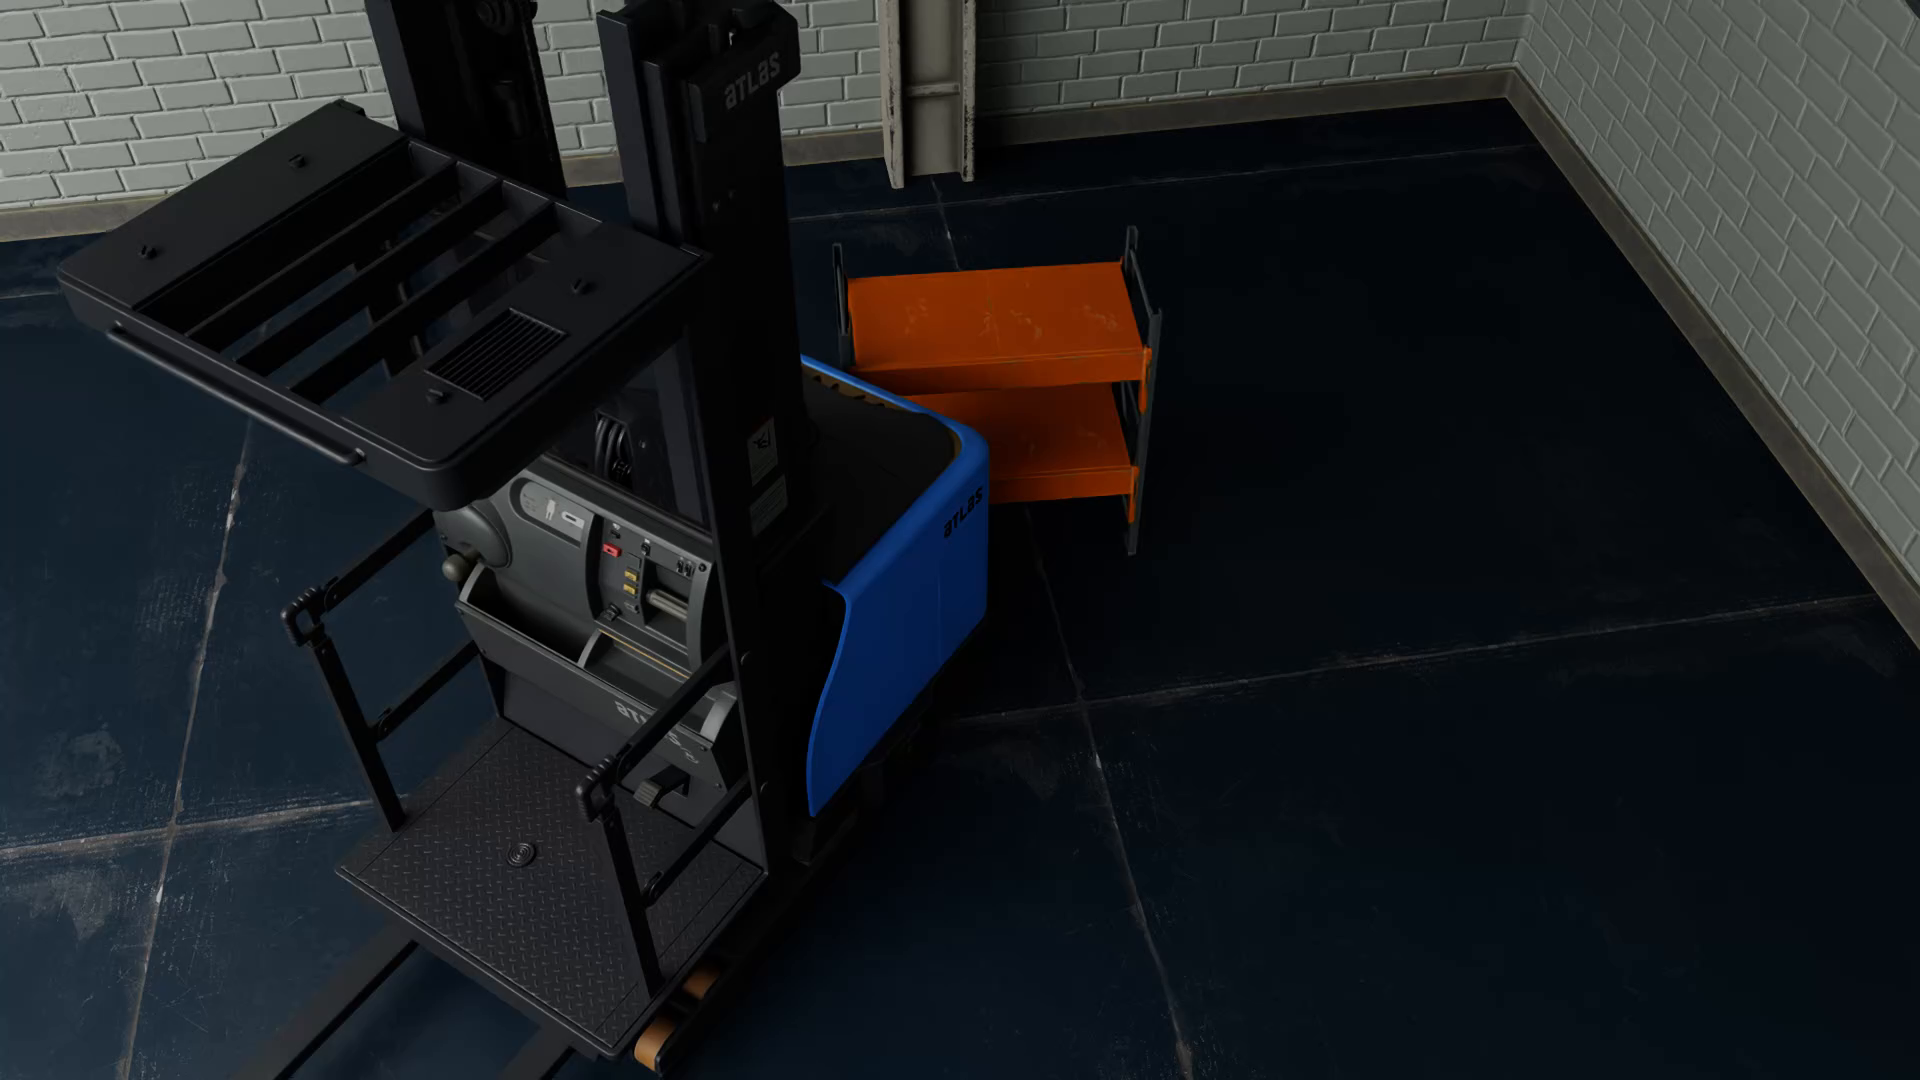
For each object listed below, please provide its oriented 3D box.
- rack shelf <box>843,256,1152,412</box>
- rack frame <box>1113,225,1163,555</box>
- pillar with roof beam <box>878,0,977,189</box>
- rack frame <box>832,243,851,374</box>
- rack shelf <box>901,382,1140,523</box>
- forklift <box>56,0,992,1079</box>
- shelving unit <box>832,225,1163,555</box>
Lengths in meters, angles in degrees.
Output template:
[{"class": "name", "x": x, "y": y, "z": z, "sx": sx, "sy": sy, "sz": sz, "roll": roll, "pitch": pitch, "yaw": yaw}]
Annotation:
[{"class": "rack shelf", "x": 0.111, "y": -0.681, "z": 5.719, "sx": 1.000, "sy": 0.278, "sz": 0.538, "roll": -4, "pitch": 46, "yaw": -4}, {"class": "rack frame", "x": 0.617, "y": -0.515, "z": 5.965, "sx": 0.032, "sy": 1.125, "sz": 0.500, "roll": -4, "pitch": 46, "yaw": -4}, {"class": "pillar with roof beam", "x": 0.585, "y": -1.859, "z": 1.792, "sx": 0.400, "sy": 9.000, "sz": 9.100, "roll": -7, "pitch": 46, "yaw": -7}, {"class": "rack frame", "x": -0.395, "y": -0.441, "z": 5.894, "sx": 0.032, "sy": 1.125, "sz": 0.500, "roll": -4, "pitch": 46, "yaw": -4}, {"class": "rack shelf", "x": 0.111, "y": -0.309, "z": 6.106, "sx": 1.000, "sy": 0.278, "sz": 0.538, "roll": -4, "pitch": 46, "yaw": -4}, {"class": "forklift", "x": -1.116, "y": 0.111, "z": 4.108, "sx": 1.130, "sy": 2.935, "sz": 3.031, "roll": 25, "pitch": 51, "yaw": 22}, {"class": "shelving unit", "x": 0.111, "y": -0.478, "z": 5.930, "sx": 1.048, "sy": 1.125, "sz": 0.538, "roll": -4, "pitch": 46, "yaw": -4}]
